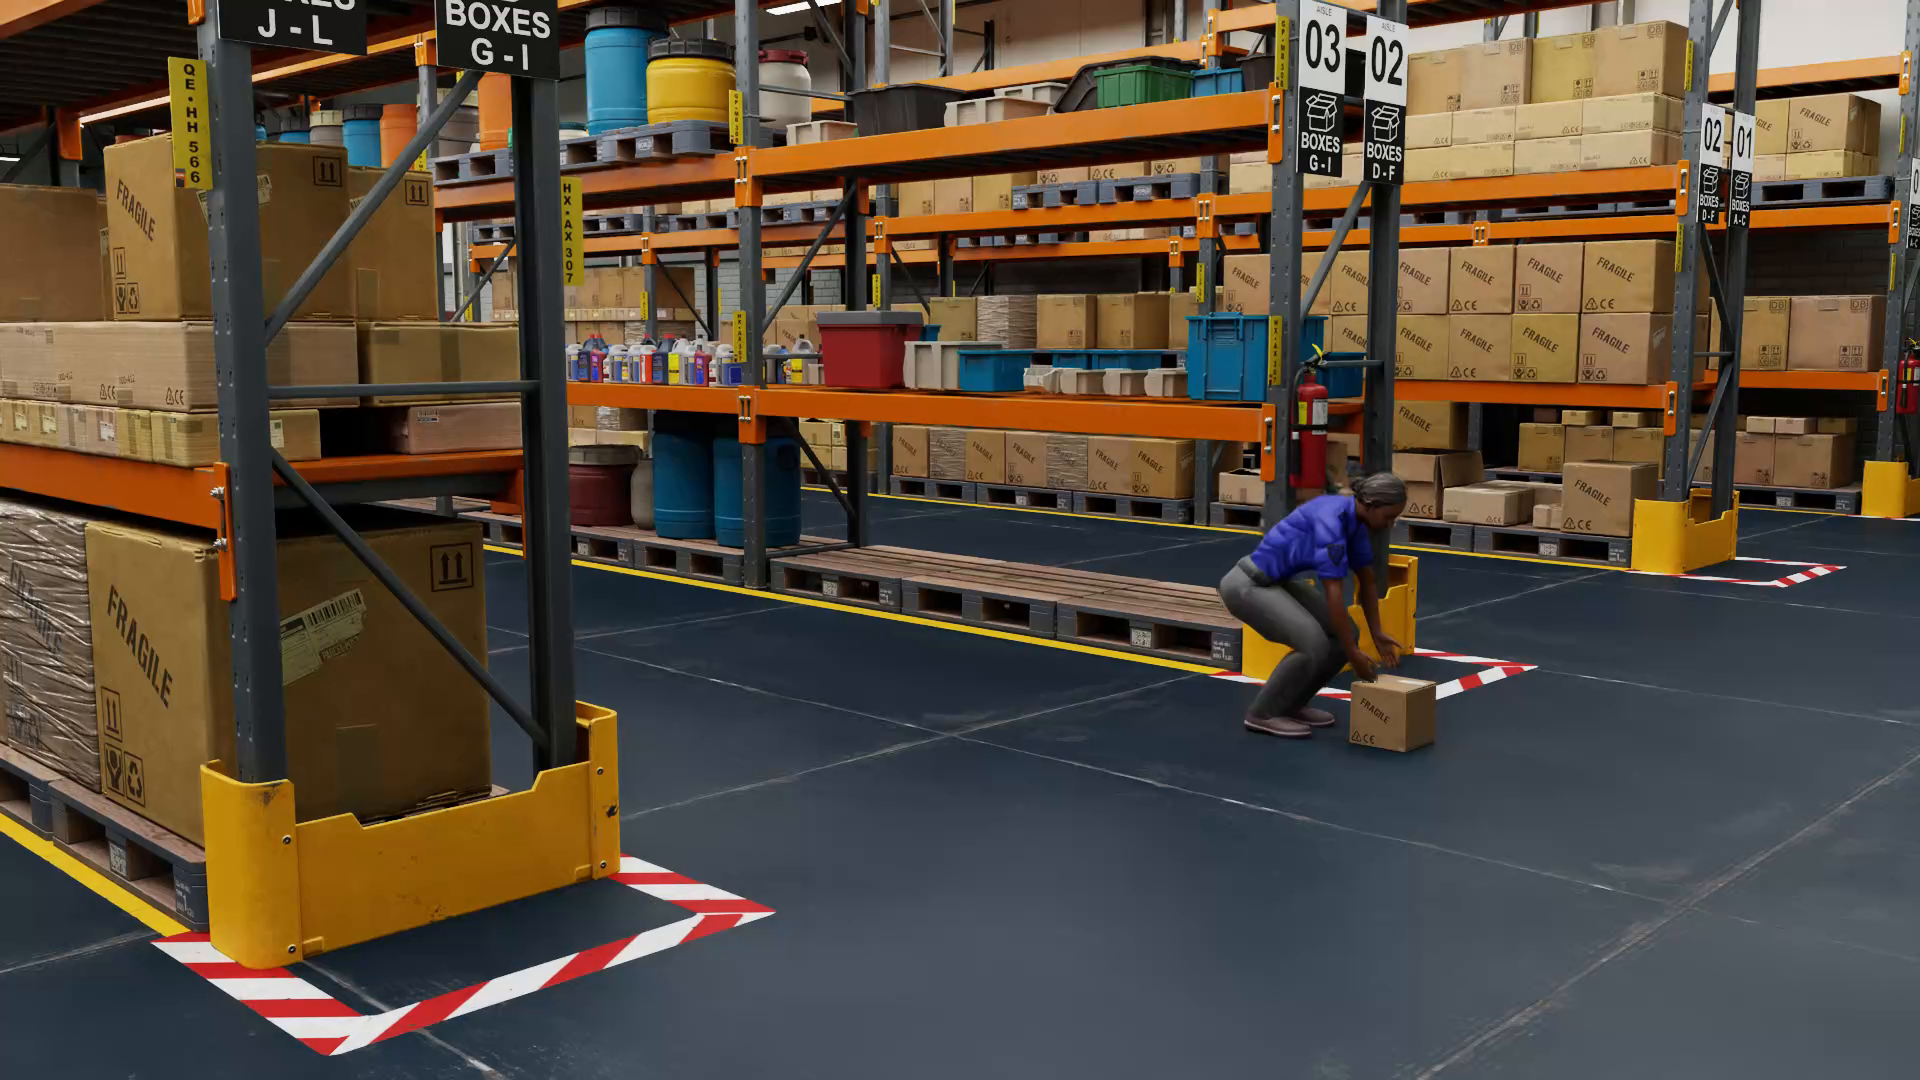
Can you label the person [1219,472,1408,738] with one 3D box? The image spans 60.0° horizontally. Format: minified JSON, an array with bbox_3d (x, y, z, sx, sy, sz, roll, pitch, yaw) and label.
[{"bbox_3d":[1.484,0.257,6.982,0.749,1.106,0.498,5,9,34],"label":"person"}]
